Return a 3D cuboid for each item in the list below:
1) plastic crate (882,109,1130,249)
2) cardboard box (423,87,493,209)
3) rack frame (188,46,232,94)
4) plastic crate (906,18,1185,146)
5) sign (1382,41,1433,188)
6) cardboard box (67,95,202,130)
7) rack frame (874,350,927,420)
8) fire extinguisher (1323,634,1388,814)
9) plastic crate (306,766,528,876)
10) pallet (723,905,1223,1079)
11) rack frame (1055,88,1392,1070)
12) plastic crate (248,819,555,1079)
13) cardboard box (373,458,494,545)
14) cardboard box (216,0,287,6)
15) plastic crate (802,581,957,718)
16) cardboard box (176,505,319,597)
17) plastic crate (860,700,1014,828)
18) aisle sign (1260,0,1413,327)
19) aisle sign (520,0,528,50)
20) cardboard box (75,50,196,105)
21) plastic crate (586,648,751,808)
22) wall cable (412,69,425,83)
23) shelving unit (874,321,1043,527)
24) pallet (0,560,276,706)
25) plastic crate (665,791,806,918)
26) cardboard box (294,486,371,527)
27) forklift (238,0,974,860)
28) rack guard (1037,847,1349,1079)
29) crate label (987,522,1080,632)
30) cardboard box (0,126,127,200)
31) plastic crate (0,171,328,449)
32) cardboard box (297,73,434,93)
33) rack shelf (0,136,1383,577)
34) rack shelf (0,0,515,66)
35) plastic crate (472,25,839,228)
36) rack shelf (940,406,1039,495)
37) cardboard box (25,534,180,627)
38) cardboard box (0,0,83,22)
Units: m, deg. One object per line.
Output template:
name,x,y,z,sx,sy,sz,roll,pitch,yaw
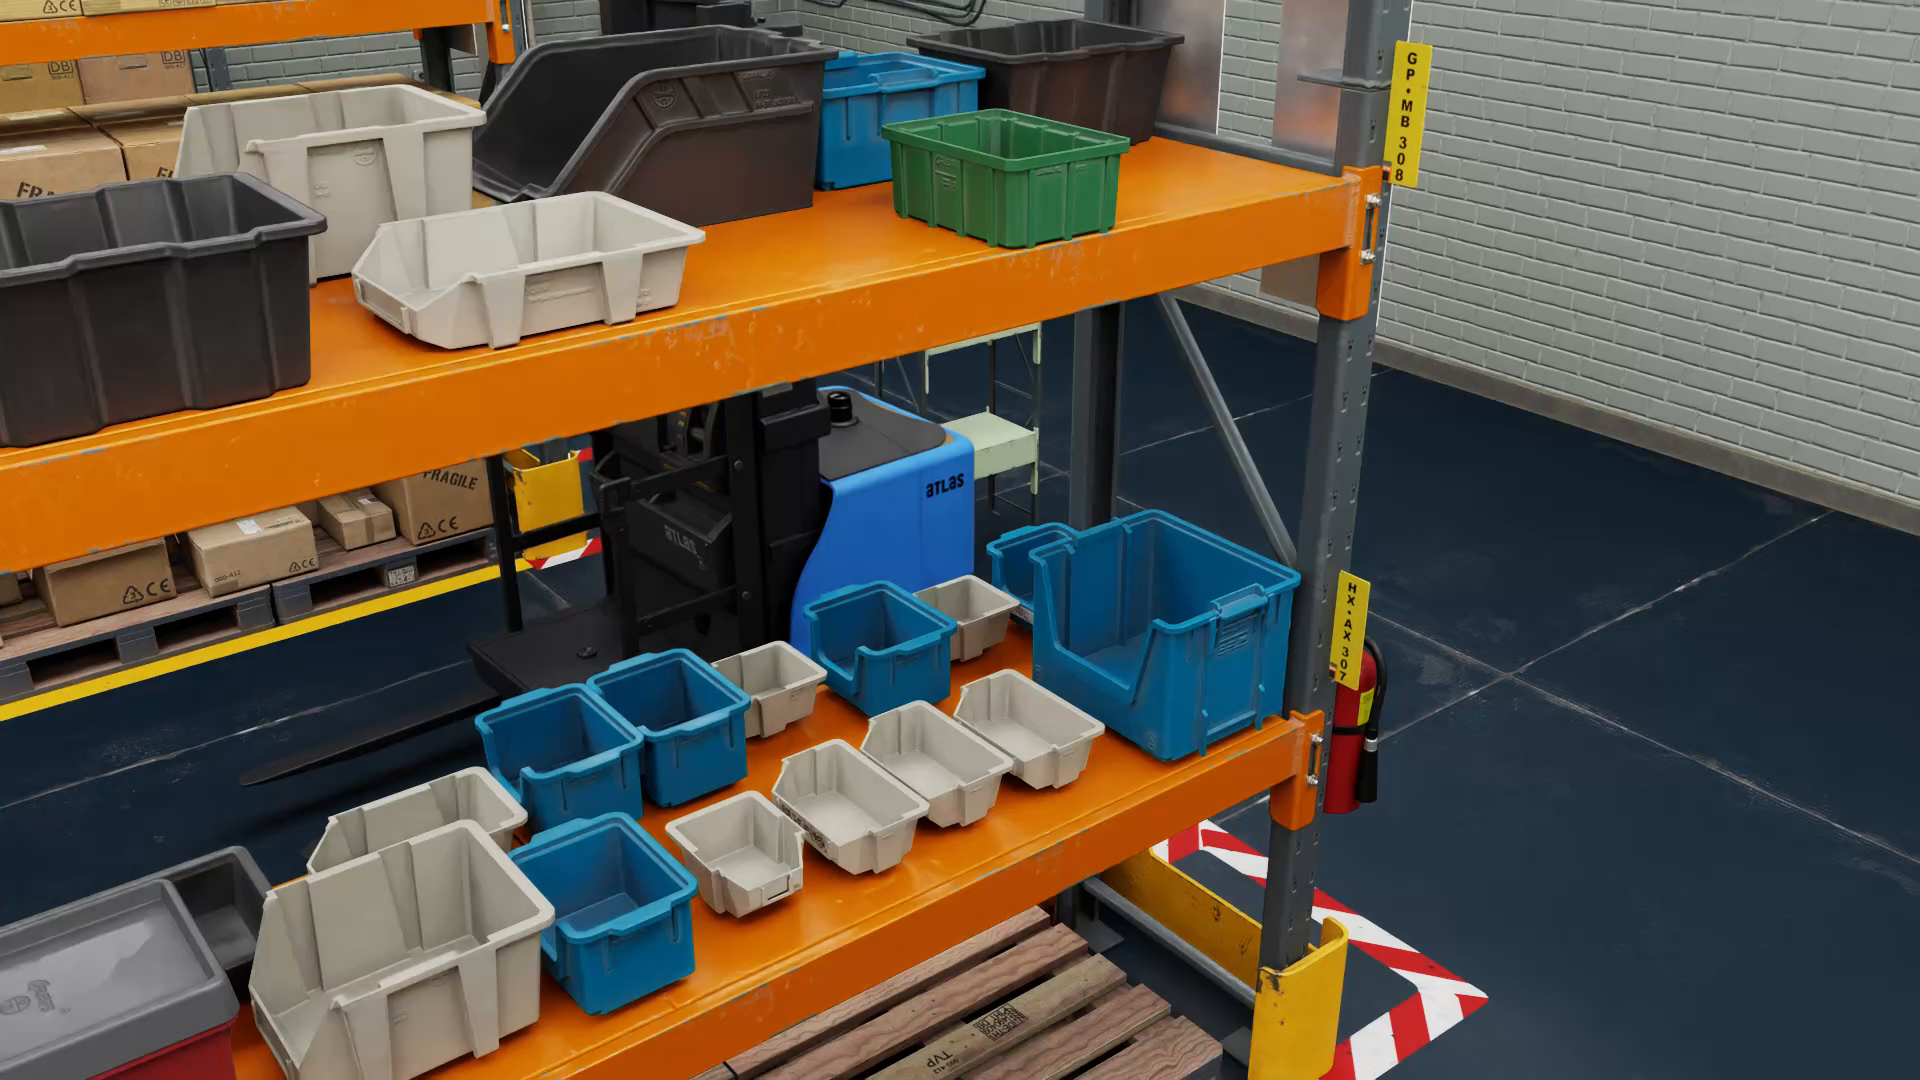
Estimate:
plastic crate,0.092,-0.773,3.542,0.336,0.188,0.450,-18,31,-34
cardboard box,-2.542,-1.794,7.745,0.500,0.500,0.500,-19,31,-34
rack frame,-5.421,-3.142,11.956,0.127,3.000,1.000,-18,31,-34
plastic crate,0.217,-1.153,4.264,0.590,0.269,0.497,-18,31,-34
sign,1.045,-0.995,3.892,0.005,0.325,0.100,-18,31,-34
cardboard box,-3.677,-1.706,7.556,0.500,0.500,0.500,-18,30,-33
rack frame,-0.293,-0.583,8.226,0.023,1.500,0.400,-18,31,-34
fire extinguisher,1.091,0.456,4.739,0.183,0.674,0.296,-18,31,-34
plastic crate,-1.271,0.720,3.878,0.466,0.136,0.293,-18,31,-34
pallet,0.019,1.606,5.038,1.213,0.211,1.003,-18,31,-34
rack frame,0.692,0.140,4.885,0.127,3.000,1.000,-18,31,-34
plastic crate,-1.140,0.870,3.381,0.530,0.282,0.437,-18,31,-34
cardboard box,-2.637,-0.344,8.376,0.500,0.500,0.500,-18,31,-34
cardboard box,-3.003,-2.447,7.075,0.500,0.250,0.500,-18,31,-34
plastic crate,-0.223,0.315,4.636,0.300,0.233,0.416,-18,31,-34
cardboard box,-3.403,0.006,7.918,0.500,0.250,0.500,-18,31,-34
plastic crate,-0.075,0.575,4.190,0.243,0.136,0.396,-18,31,-34
aisle sign,0.930,-0.961,4.169,0.004,0.787,0.394,-18,31,-34
aisle sign,-2.119,-2.597,7.695,0.004,0.787,0.394,-18,31,-34
cardboard box,-5.816,-3.142,11.600,0.700,0.700,0.980,-17,30,-32
plastic crate,-0.741,0.486,4.267,0.300,0.233,0.416,-18,31,-34
wall cable,-4.997,-4.248,13.134,1.851,1.984,0.084,-18,31,-34
shelving unit,-0.005,-0.679,8.431,0.755,1.500,0.431,-18,31,-34
pallet,-4.007,0.306,7.841,1.213,0.211,1.003,-18,31,-34
plastic crate,-0.500,0.738,3.838,0.250,0.136,0.298,-18,31,-34
cardboard box,-3.358,-0.277,8.527,0.500,0.250,0.500,-18,31,-34
forklift,-1.366,-0.536,6.424,3.031,2.935,1.130,-20,32,-37
rack guard,0.703,1.264,5.434,0.348,0.500,1.175,-18,31,-34
crate label,0.295,0.144,5.004,0.303,0.233,0.416,-18,31,-34
cardboard box,-3.748,-1.393,6.881,0.500,0.500,0.500,-17,30,-32
plastic crate,-1.309,-0.354,2.541,0.590,0.269,0.497,-18,31,-34
cardboard box,-2.873,-1.973,8.131,0.500,0.500,0.500,-17,30,-33
rack shelf,-0.882,-0.374,3.285,4.000,0.370,1.077,-18,31,-34
rack shelf,-3.935,-2.016,6.823,4.000,0.370,1.077,-18,31,-34
plastic crate,-0.680,-0.886,3.607,0.767,0.338,0.504,-18,31,-34
rack shelf,-0.005,-0.383,8.568,0.720,0.370,0.431,-18,31,-34
cardboard box,-4.034,-0.019,7.672,0.637,0.503,0.797,-18,31,-34
cardboard box,-3.792,-2.188,6.517,0.500,0.250,0.500,-18,31,-34
